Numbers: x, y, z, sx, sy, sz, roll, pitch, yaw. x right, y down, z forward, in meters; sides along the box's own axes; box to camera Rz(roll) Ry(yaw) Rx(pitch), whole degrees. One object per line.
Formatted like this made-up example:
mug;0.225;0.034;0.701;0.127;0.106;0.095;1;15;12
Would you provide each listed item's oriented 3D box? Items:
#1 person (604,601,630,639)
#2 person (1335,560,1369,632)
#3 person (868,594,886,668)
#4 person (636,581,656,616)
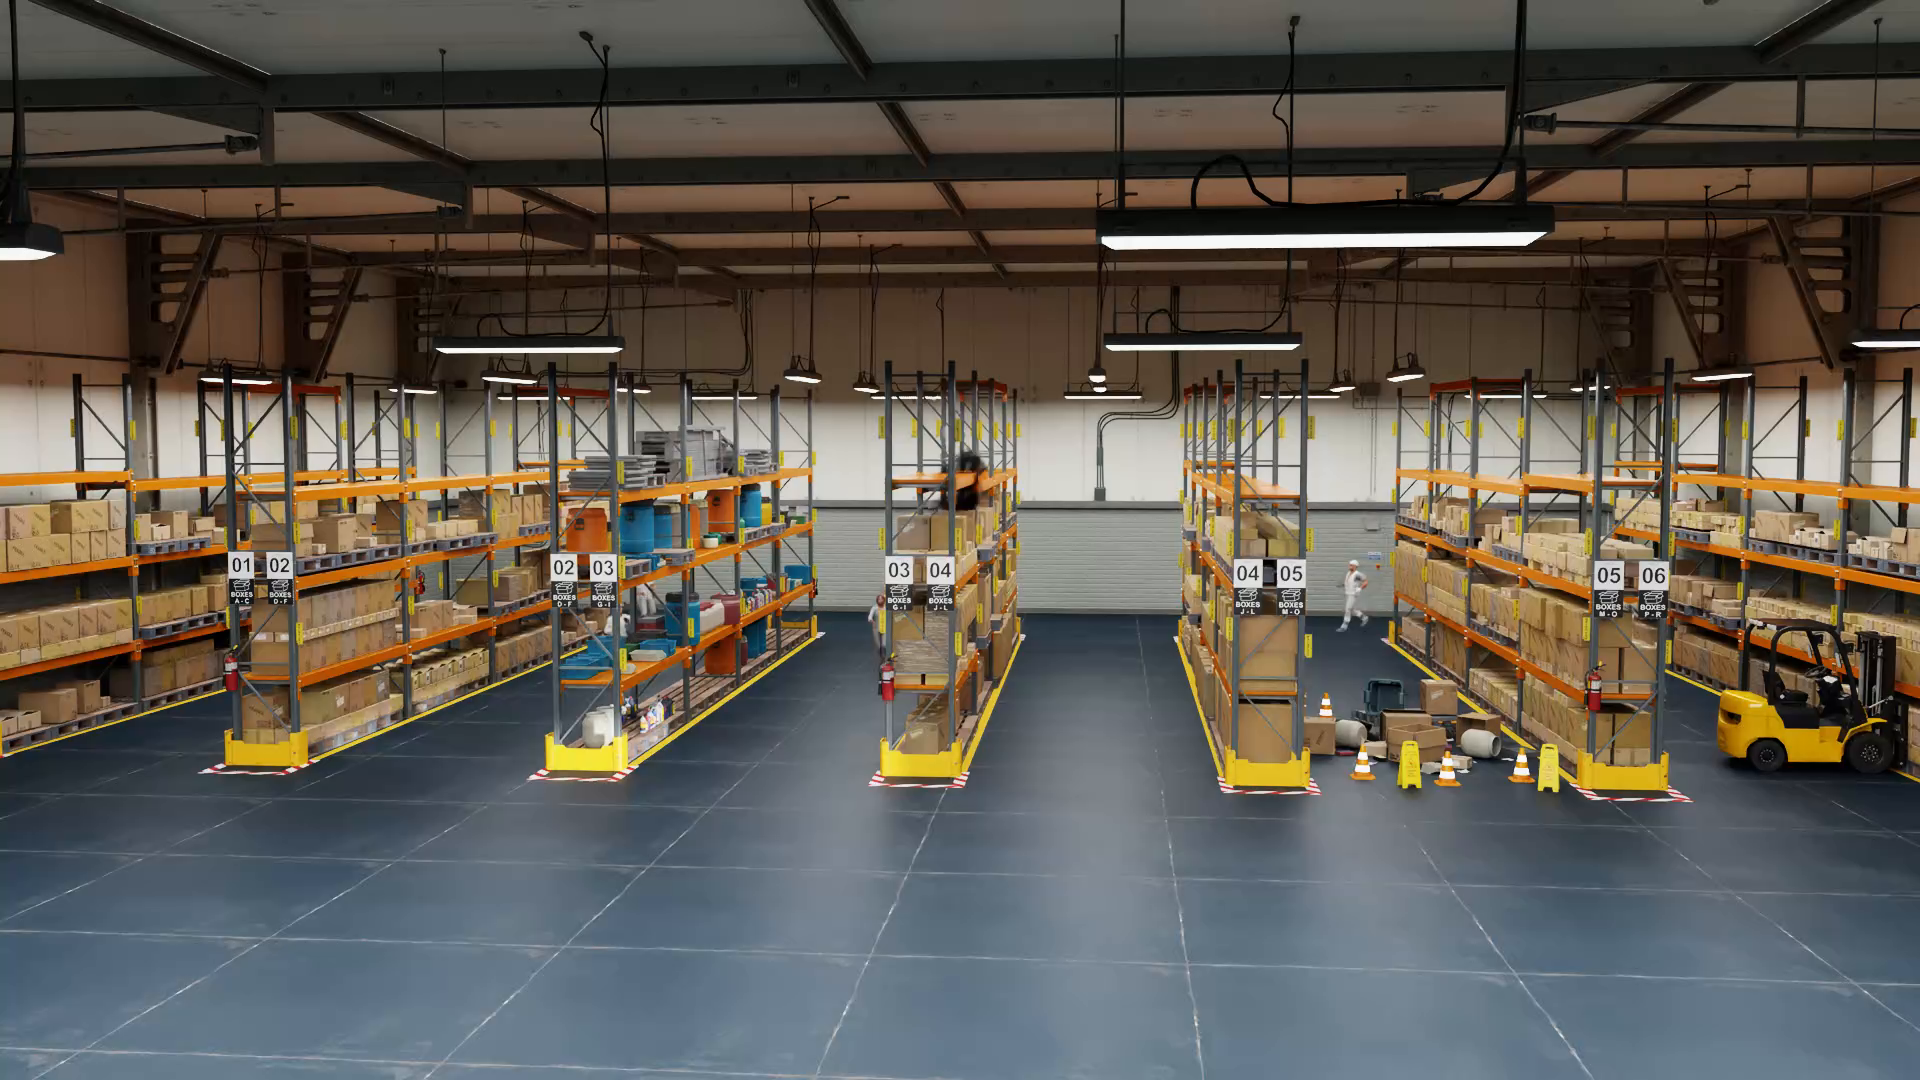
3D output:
person;-6.587;2.029;32.221;0.593;1.740;0.720;0;4;0
person;9.736;1.384;41.211;0.979;1.781;0.656;-1;4;-16
person;-1.658;1.973;34.754;0.538;1.495;0.641;0;4;3
person;-7.851;1.467;41.482;0.638;1.625;0.500;-2;4;-28
